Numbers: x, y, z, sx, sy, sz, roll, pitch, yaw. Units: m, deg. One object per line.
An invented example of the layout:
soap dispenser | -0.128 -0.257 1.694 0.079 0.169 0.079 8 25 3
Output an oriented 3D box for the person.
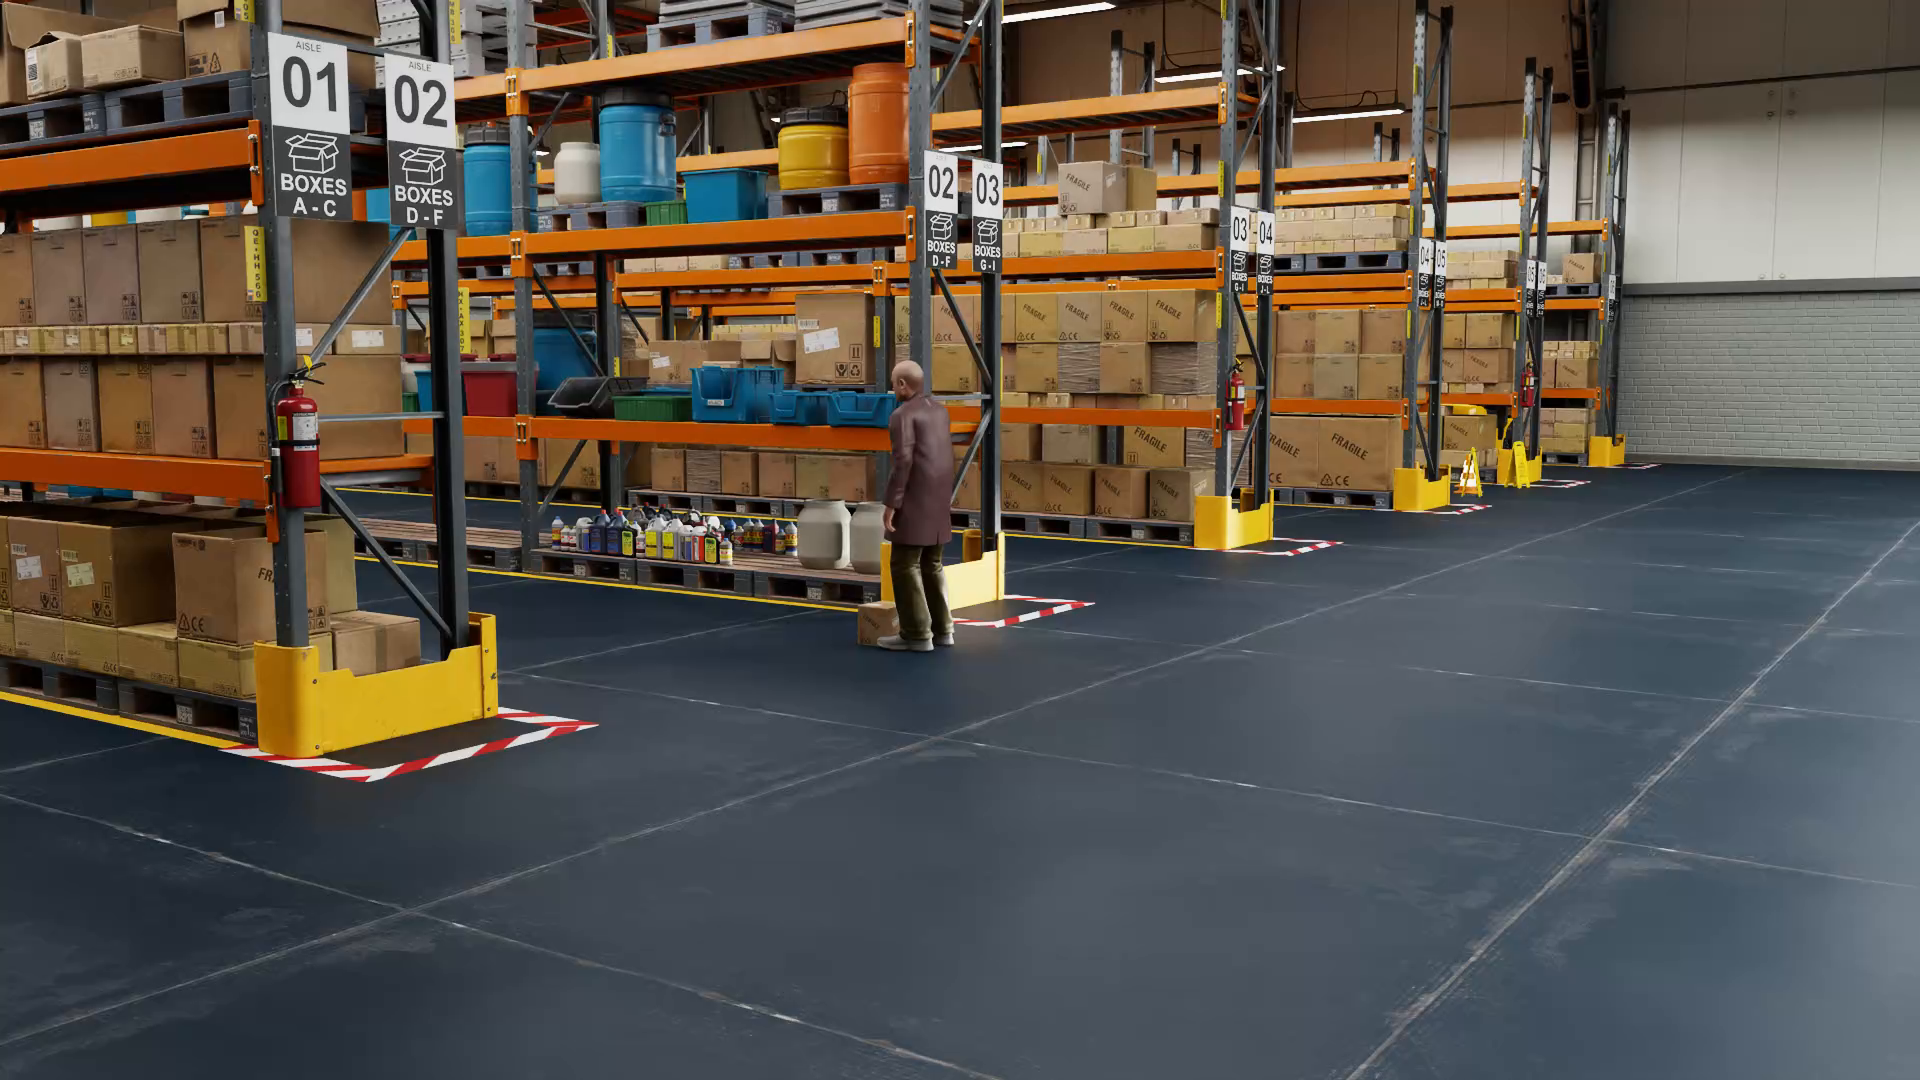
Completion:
person | -0.260 -0.214 10.242 0.419 1.774 0.647 4 7 33
